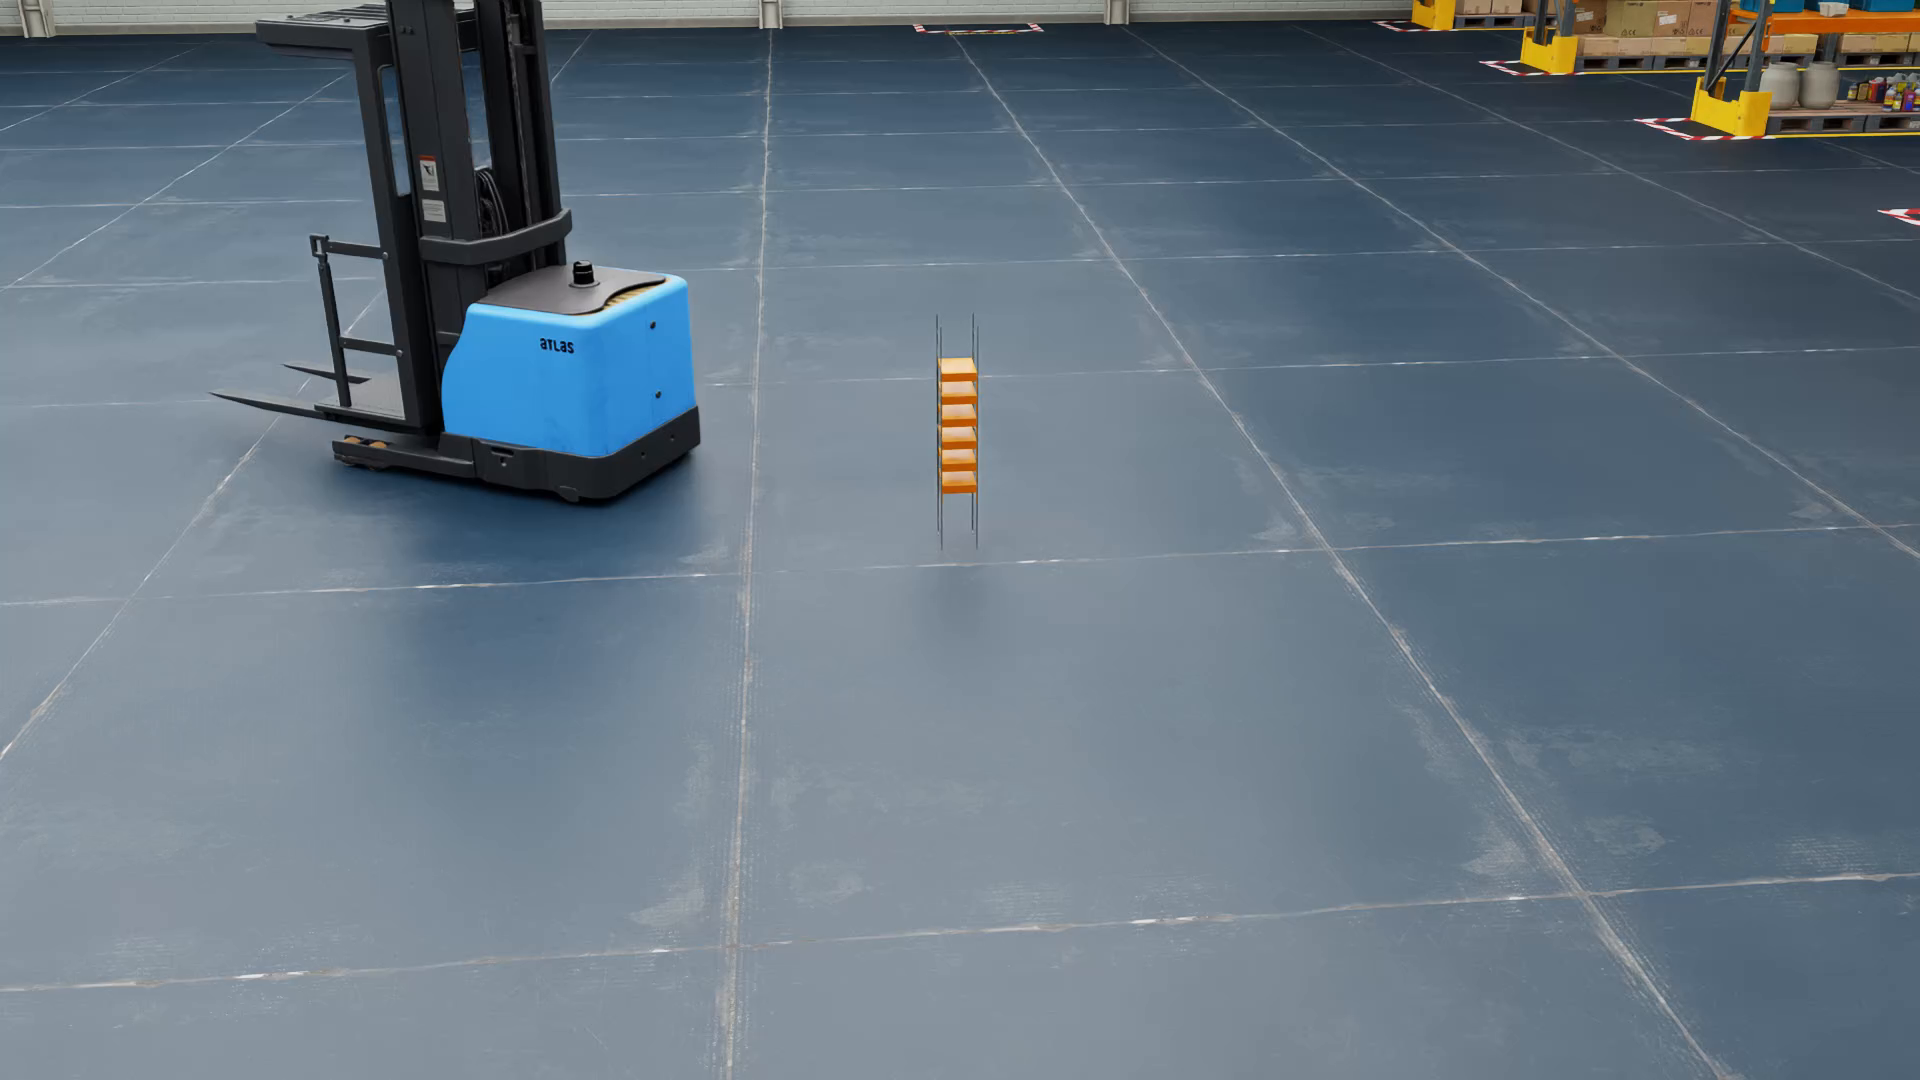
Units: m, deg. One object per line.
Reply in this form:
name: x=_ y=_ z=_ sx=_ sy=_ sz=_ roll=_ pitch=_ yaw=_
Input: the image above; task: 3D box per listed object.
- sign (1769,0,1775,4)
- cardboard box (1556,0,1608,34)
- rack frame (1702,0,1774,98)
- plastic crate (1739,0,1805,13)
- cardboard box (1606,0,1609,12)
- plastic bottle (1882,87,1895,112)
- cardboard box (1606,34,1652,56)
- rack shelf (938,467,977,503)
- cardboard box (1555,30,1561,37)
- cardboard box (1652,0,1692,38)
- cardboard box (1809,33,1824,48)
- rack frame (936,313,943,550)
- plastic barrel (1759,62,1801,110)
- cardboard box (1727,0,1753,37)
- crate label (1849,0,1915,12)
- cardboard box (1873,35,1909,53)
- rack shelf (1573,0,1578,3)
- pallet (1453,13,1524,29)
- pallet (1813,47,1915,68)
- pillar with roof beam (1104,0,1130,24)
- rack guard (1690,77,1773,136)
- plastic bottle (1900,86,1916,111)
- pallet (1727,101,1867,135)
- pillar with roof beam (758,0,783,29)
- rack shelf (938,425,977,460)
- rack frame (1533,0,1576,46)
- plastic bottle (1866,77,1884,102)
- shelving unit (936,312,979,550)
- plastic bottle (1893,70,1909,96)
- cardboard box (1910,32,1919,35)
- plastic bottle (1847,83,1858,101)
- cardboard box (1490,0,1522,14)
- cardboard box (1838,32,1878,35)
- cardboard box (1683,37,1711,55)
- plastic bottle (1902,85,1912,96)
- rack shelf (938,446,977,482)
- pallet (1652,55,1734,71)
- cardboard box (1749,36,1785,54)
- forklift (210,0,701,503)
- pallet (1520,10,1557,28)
sign: x=9.113 y=-6.172 z=18.602 sx=0.005 sy=0.325 sz=0.100 roll=-2 pitch=24 yaw=-5
cardboard box: x=9.085 y=-7.690 z=24.304 sx=0.500 sy=0.500 sz=0.500 roll=-2 pitch=24 yaw=-5
rack frame: x=9.064 y=-6.268 z=19.159 sx=0.127 sy=3.000 sz=1.000 roll=-2 pitch=24 yaw=-5
plastic crate: x=9.532 y=-6.341 z=19.506 sx=0.616 sy=0.251 sz=0.499 roll=-2 pitch=24 yaw=-5
cardboard box: x=11.042 y=-9.433 z=28.816 sx=0.500 sy=0.500 sz=0.500 roll=-4 pitch=24 yaw=-9
plastic bottle: x=10.898 y=-5.169 z=19.503 sx=0.097 sy=0.271 sz=0.097 roll=0 pitch=24 yaw=0
cardboard box: x=9.633 y=-7.159 z=24.031 sx=0.500 sy=0.250 sz=0.500 roll=-2 pitch=24 yaw=-5
rack shelf: x=-0.014 y=-0.288 z=8.621 sx=0.180 sy=0.103 sz=0.258 roll=-2 pitch=24 yaw=-5
cardboard box: x=9.085 y=-7.347 z=24.454 sx=0.500 sy=0.250 sz=0.500 roll=-2 pitch=24 yaw=-5
cardboard box: x=10.130 y=-7.526 z=23.934 sx=0.500 sy=0.500 sz=0.500 roll=-2 pitch=24 yaw=-5
cardboard box: x=12.945 y=-7.499 z=24.797 sx=0.500 sy=0.250 sz=0.500 roll=-3 pitch=24 yaw=-6
rack frame: x=-0.105 y=-0.544 z=8.497 sx=0.006 sy=1.200 sz=0.240 roll=-2 pitch=24 yaw=-5
plastic barrel: x=9.711 y=-5.380 z=19.708 sx=0.421 sy=0.512 sz=0.421 roll=0 pitch=24 yaw=0
cardboard box: x=11.125 y=-7.565 z=24.021 sx=0.500 sy=0.500 sz=0.500 roll=-2 pitch=24 yaw=-5
crate label: x=10.869 y=-6.467 z=19.563 sx=0.616 sy=0.435 sz=0.502 roll=-2 pitch=24 yaw=-5
cardboard box: x=13.496 y=-7.301 z=24.352 sx=0.500 sy=0.250 sz=0.500 roll=-2 pitch=24 yaw=-4
rack shelf: x=10.571 y=-8.022 z=23.990 sx=4.000 sy=0.370 sz=1.077 roll=-2 pitch=24 yaw=-5
pallet: x=8.977 y=-9.019 z=28.782 sx=1.213 sy=0.211 sz=1.003 roll=-2 pitch=24 yaw=-5
pallet: x=13.290 y=-7.201 z=24.691 sx=1.213 sy=0.211 sz=1.003 roll=-2 pitch=24 yaw=-5
pillar with roof beam: x=3.154 y=-11.412 z=23.346 sx=0.400 sy=9.000 sz=9.100 roll=-2 pitch=24 yaw=-5
rack guard: x=9.135 y=-5.148 z=19.717 sx=0.348 sy=0.500 sz=1.175 roll=-2 pitch=24 yaw=-5
plastic bottle: x=11.126 y=-5.176 z=19.505 sx=0.133 sy=0.283 sz=0.061 roll=-2 pitch=24 yaw=-4
pallet: x=9.944 y=-5.046 z=19.843 sx=1.213 sy=0.211 sz=1.003 roll=-2 pitch=24 yaw=-5
pillar with roof beam: x=-2.817 y=-11.172 z=22.807 sx=0.400 sy=9.000 sz=9.100 roll=-2 pitch=24 yaw=-5
rack shelf: x=-0.014 y=-0.507 z=8.523 sx=0.180 sy=0.103 sz=0.258 roll=-2 pitch=24 yaw=-5
rack frame: x=8.580 y=-8.270 z=23.664 sx=0.127 sy=3.000 sz=1.000 roll=-2 pitch=24 yaw=-5
plastic bottle: x=11.102 y=-5.474 z=20.184 sx=0.135 sy=0.276 sz=0.152 roll=-2 pitch=24 yaw=-5
shelving unit: x=-0.014 y=-0.548 z=8.505 sx=0.189 sy=1.200 sz=0.258 roll=-2 pitch=24 yaw=-5
plastic bottle: x=11.404 y=-5.522 z=20.200 sx=0.185 sy=0.351 sz=0.144 roll=-1 pitch=24 yaw=-3
cardboard box: x=14.010 y=-7.577 z=24.281 sx=0.500 sy=0.311 sz=0.500 roll=-3 pitch=24 yaw=-7
plastic bottle: x=10.848 y=-5.441 z=20.202 sx=0.097 sy=0.201 sz=0.097 roll=0 pitch=24 yaw=0
cardboard box: x=9.355 y=-9.259 z=28.657 sx=0.500 sy=0.311 sz=0.500 roll=0 pitch=24 yaw=-1
cardboard box: x=12.997 y=-7.538 z=24.193 sx=0.500 sy=0.311 sz=0.500 roll=-2 pitch=24 yaw=-5
cardboard box: x=10.629 y=-7.197 z=24.116 sx=0.500 sy=0.250 sz=0.500 roll=-2 pitch=24 yaw=-5
plastic bottle: x=11.460 y=-5.407 z=20.125 sx=0.097 sy=0.201 sz=0.097 roll=0 pitch=24 yaw=0
rack shelf: x=-0.014 y=-0.397 z=8.572 sx=0.180 sy=0.103 sz=0.258 roll=-2 pitch=24 yaw=-5
pallet: x=10.549 y=-7.091 z=24.444 sx=1.213 sy=0.211 sz=1.003 roll=-2 pitch=24 yaw=-5
cardboard box: x=11.623 y=-7.243 z=24.220 sx=0.500 sy=0.250 sz=0.500 roll=-2 pitch=24 yaw=-5
forklift: x=-3.104 y=-1.925 z=9.471 sx=3.031 sy=2.935 sz=1.130 roll=10 pitch=26 yaw=21
pallet: x=10.189 y=-9.067 z=28.889 sx=1.213 sy=0.211 sz=1.003 roll=-2 pitch=24 yaw=-5
